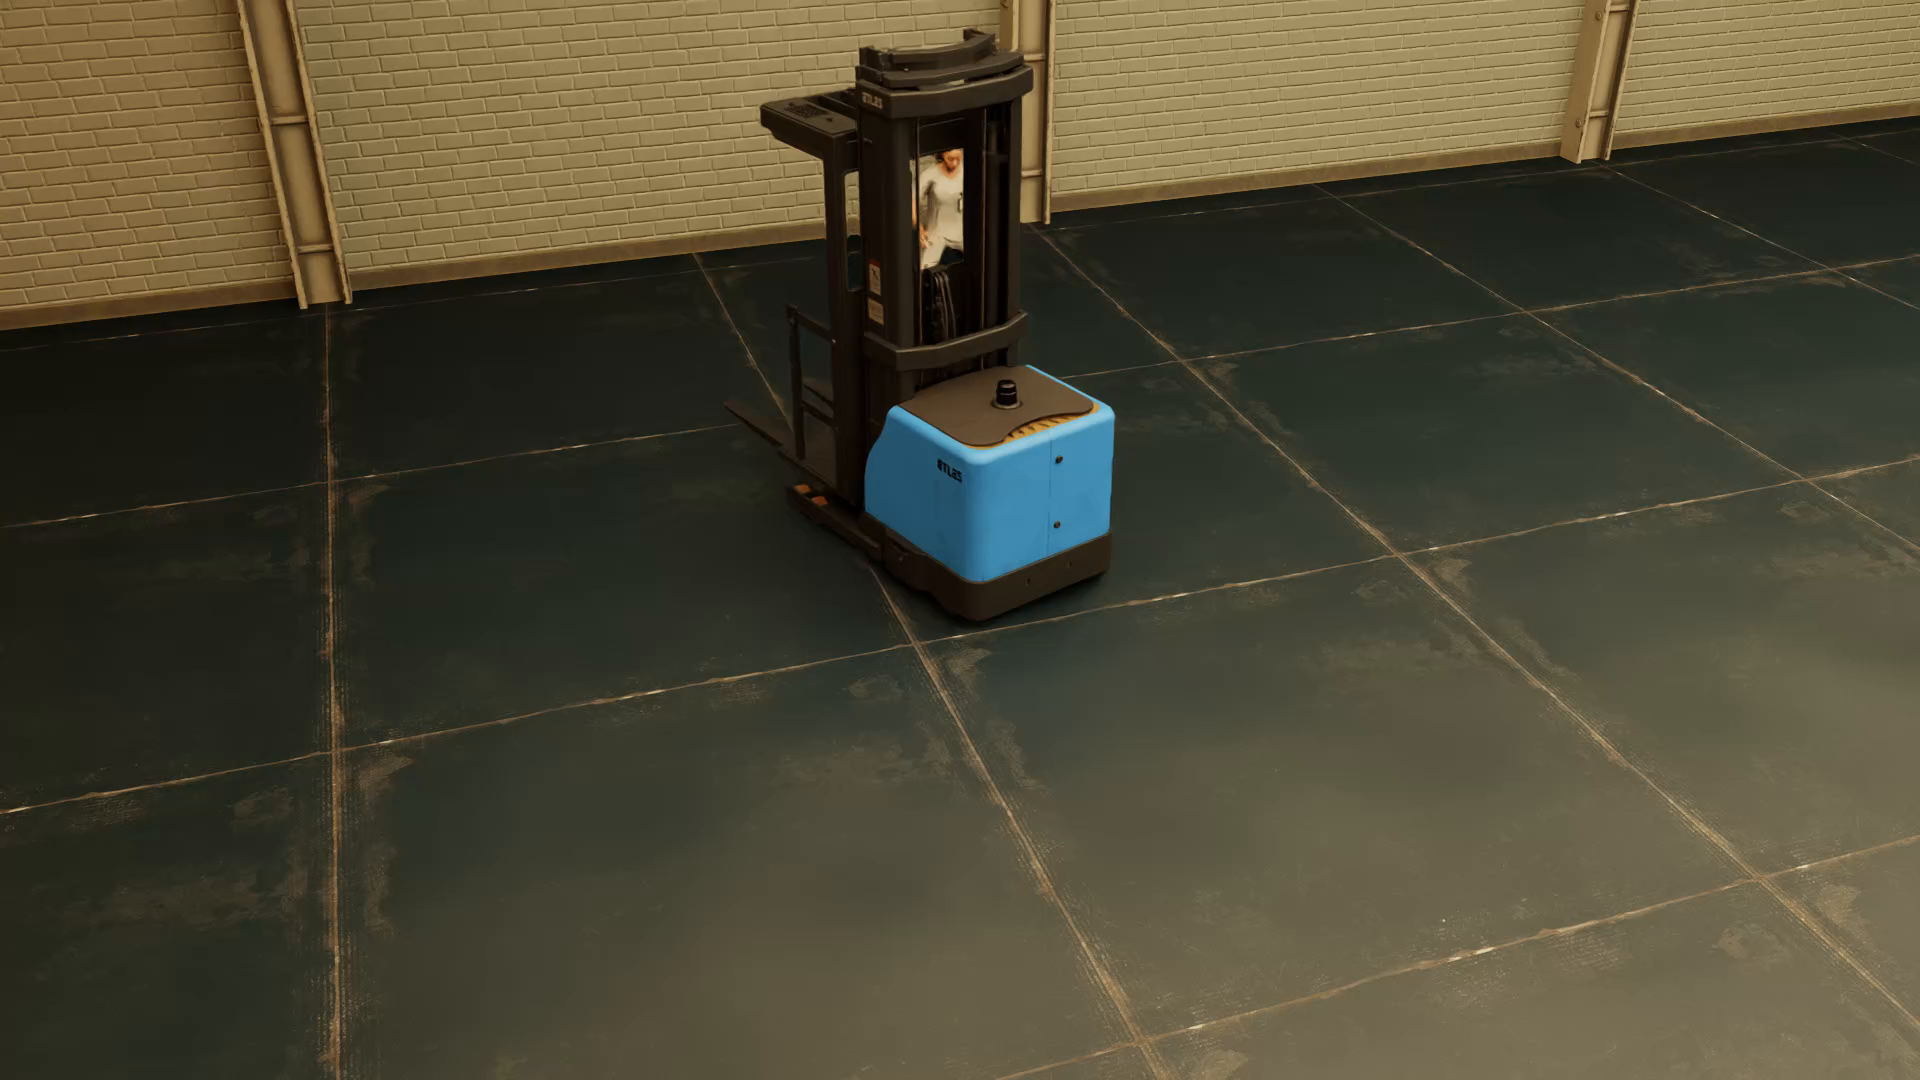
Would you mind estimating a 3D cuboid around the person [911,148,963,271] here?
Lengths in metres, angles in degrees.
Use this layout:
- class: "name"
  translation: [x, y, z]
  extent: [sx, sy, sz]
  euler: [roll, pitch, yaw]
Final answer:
- class: "person"
  translation: [-0.012, -2.300, 12.570]
  extent: [1.025, 1.509, 0.955]
  euler: [-7, 31, -12]

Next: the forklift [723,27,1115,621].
- class: "forklift"
  translation: [-0.420, -1.504, 9.701]
  extent: [1.130, 2.935, 3.031]
  euler: [-21, 36, -32]
